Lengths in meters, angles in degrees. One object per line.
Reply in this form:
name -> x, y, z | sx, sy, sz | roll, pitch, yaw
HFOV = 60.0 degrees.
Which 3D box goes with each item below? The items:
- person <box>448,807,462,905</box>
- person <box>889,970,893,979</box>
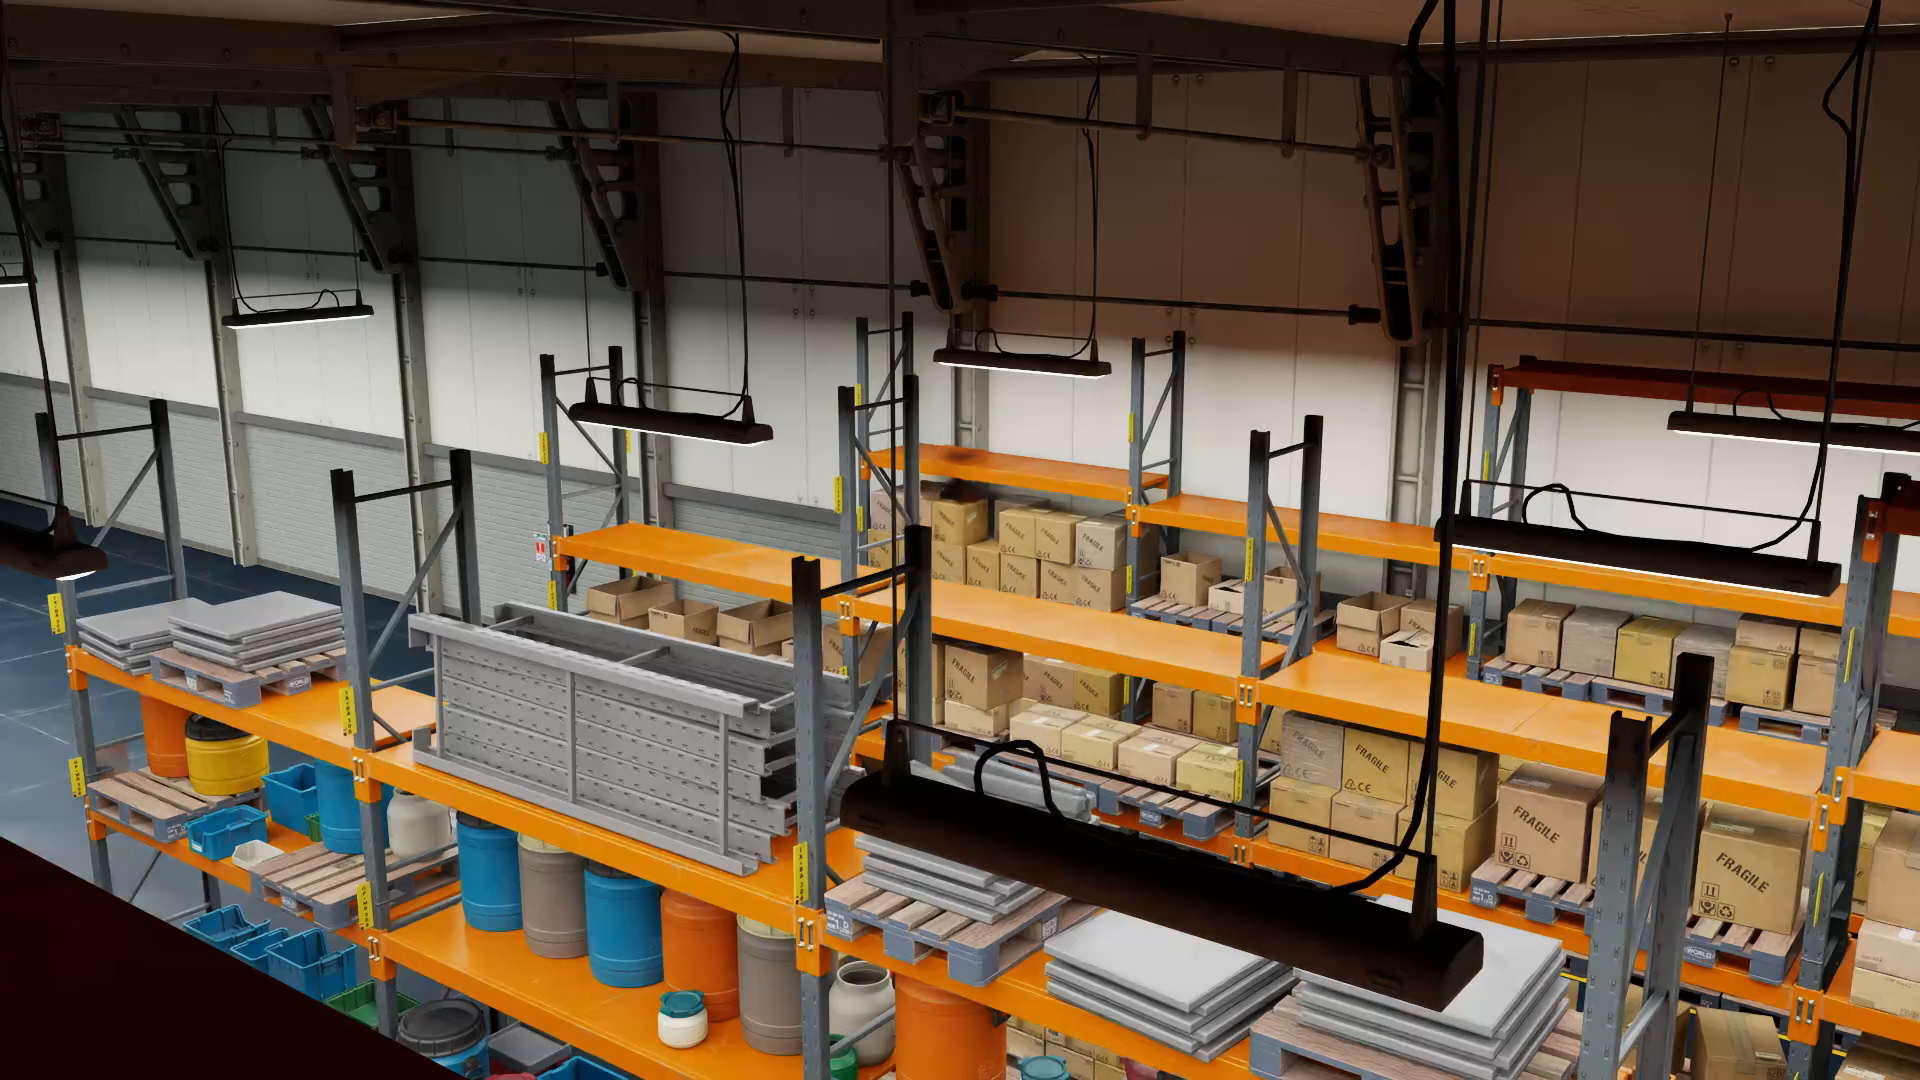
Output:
person -> -5.290, 3.113, 17.959 | 0.669, 1.777, 0.545 | -9, 16, -33
person -> -0.667, 4.182, 13.319 | 1.019, 1.737, 0.688 | 7, 15, 29
